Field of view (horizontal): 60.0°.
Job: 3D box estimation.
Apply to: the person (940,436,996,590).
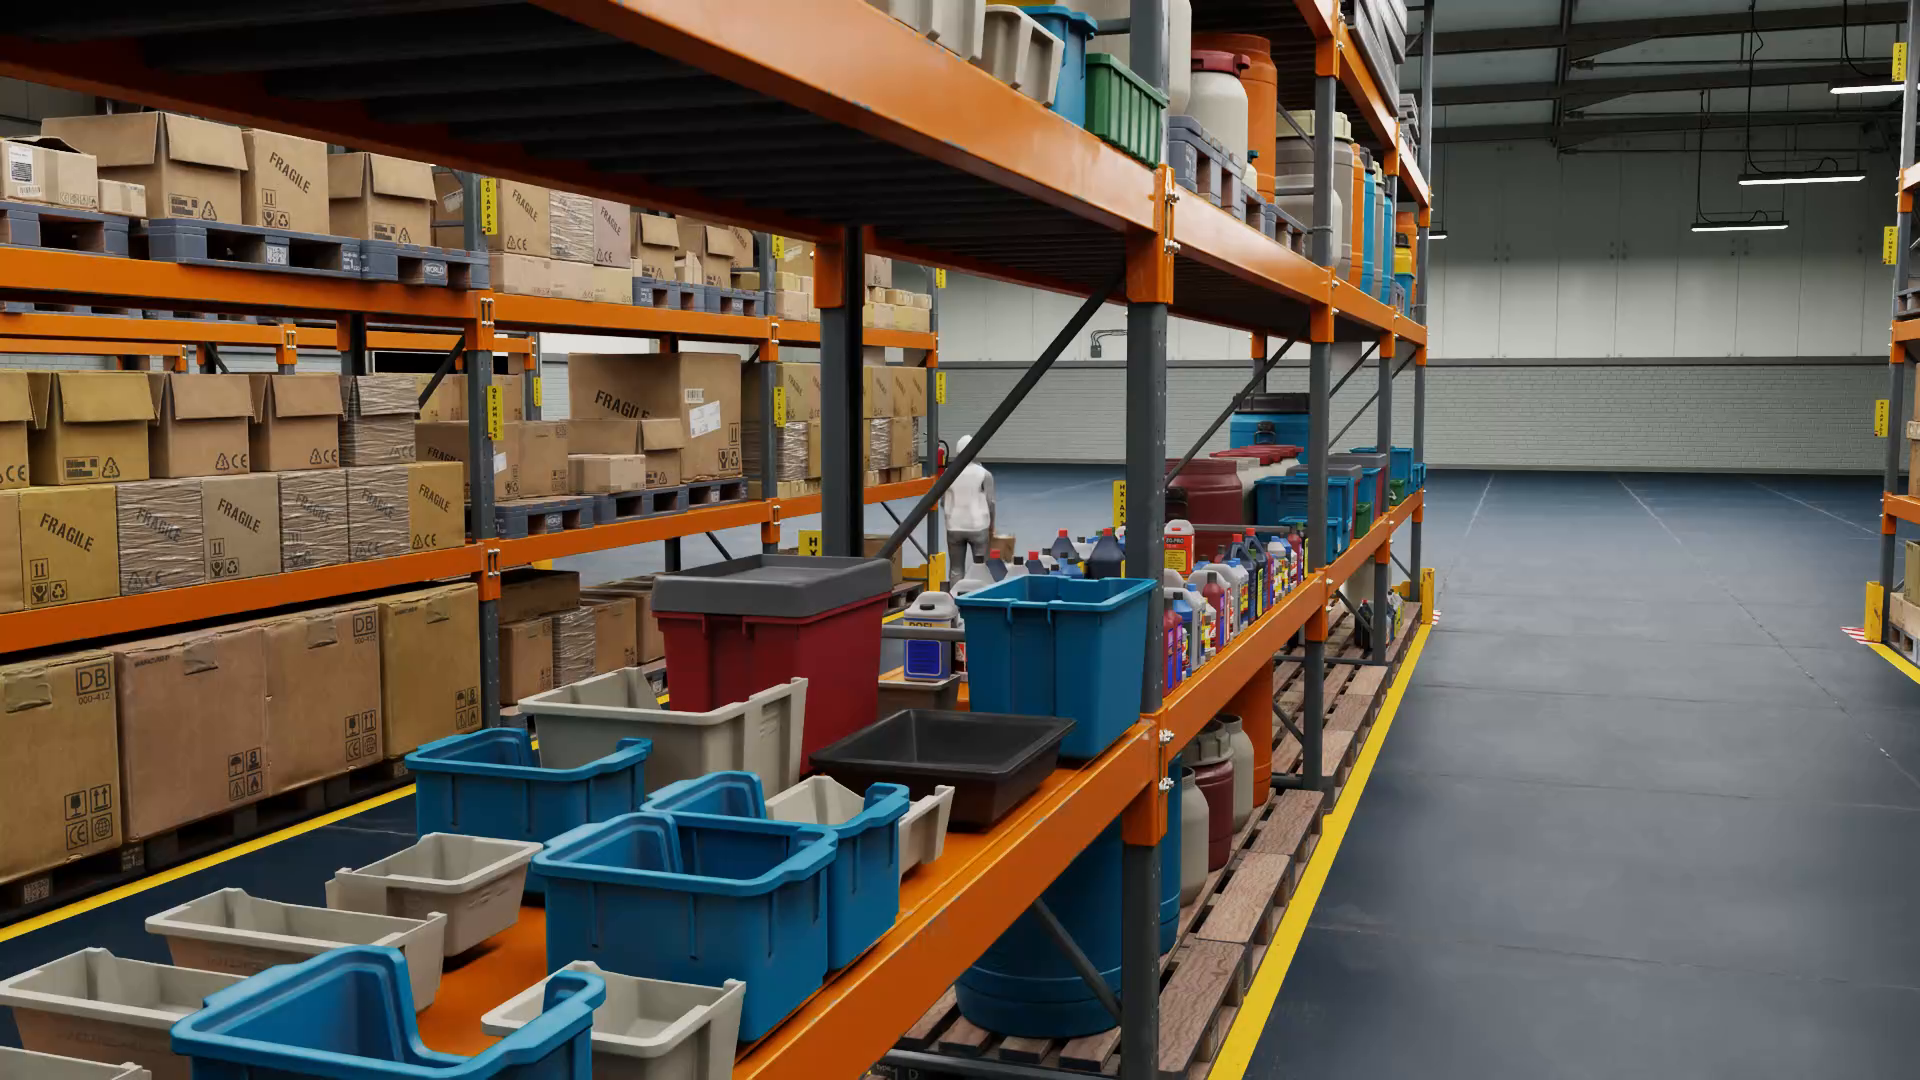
[{"bbox_3d":[0.077,-0.121,16.148,0.553,1.778,0.434,1,5,16],"label":"person"}]
